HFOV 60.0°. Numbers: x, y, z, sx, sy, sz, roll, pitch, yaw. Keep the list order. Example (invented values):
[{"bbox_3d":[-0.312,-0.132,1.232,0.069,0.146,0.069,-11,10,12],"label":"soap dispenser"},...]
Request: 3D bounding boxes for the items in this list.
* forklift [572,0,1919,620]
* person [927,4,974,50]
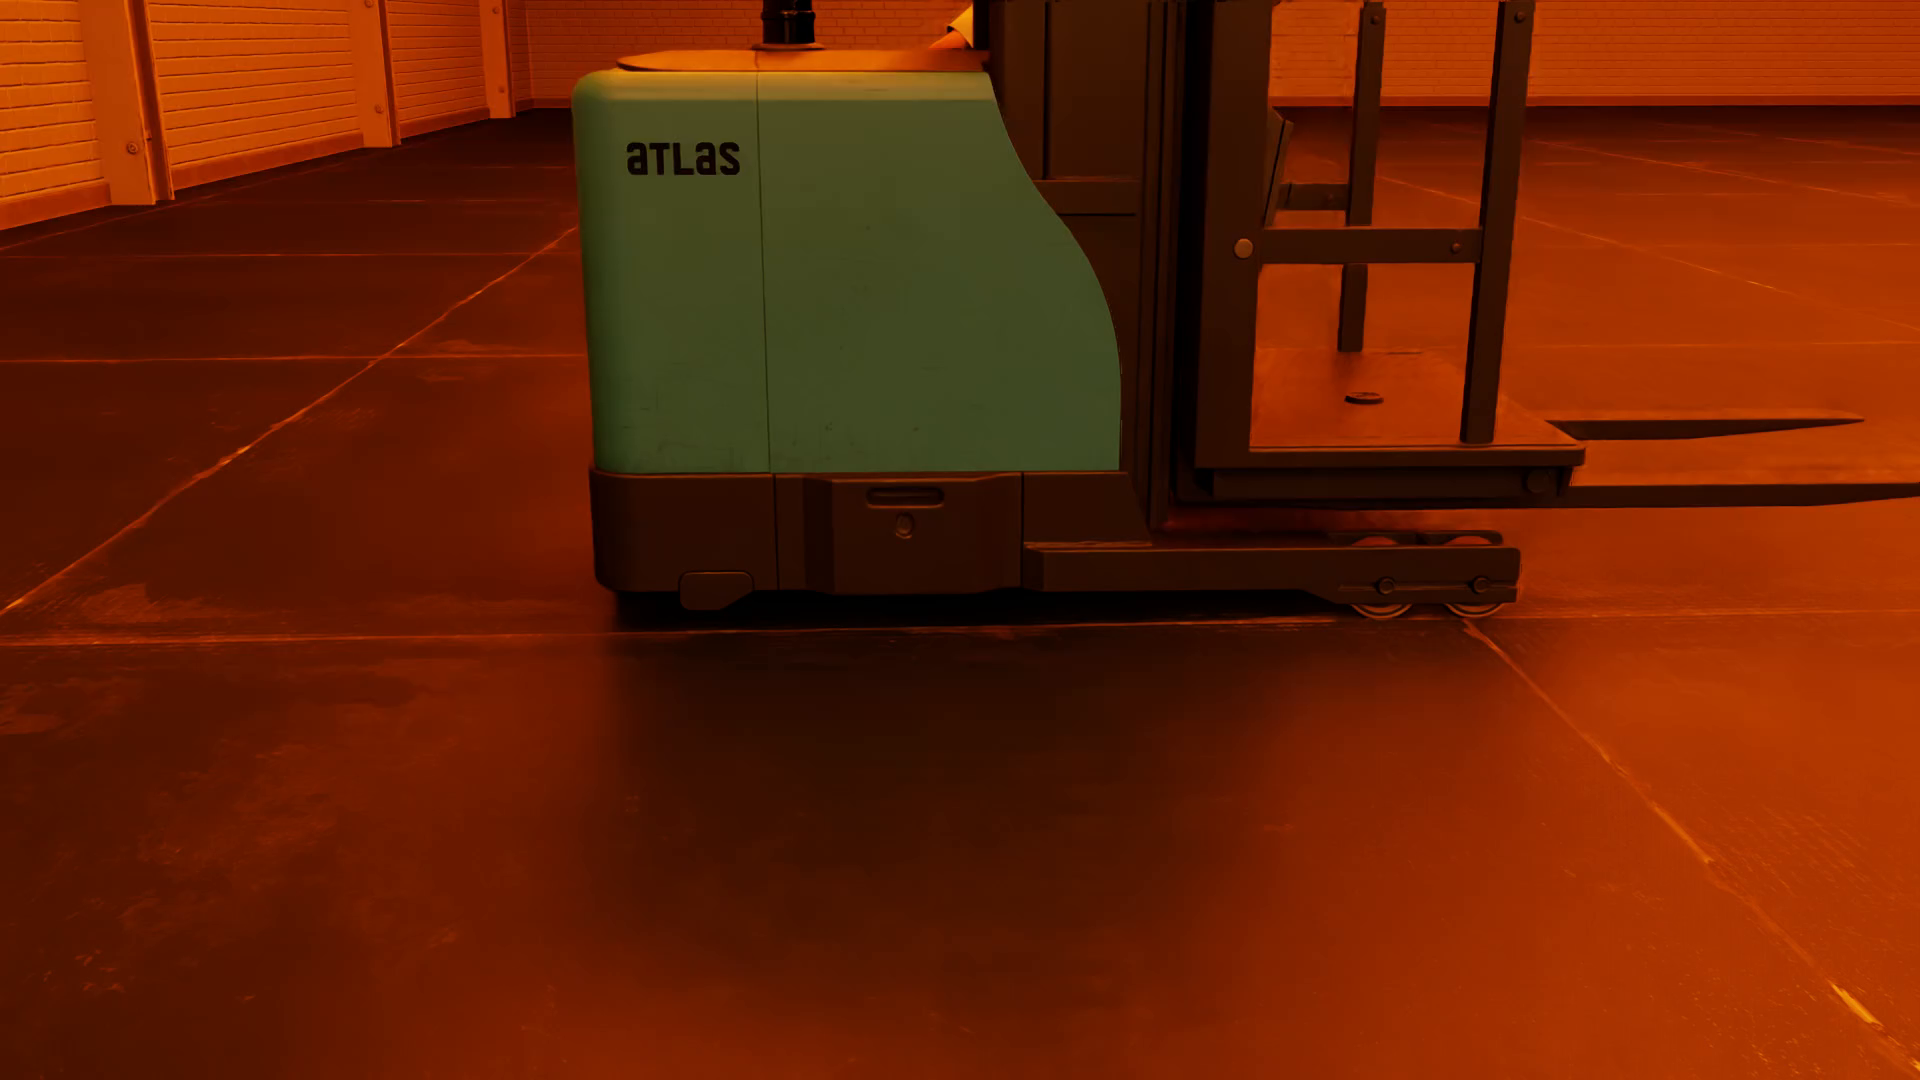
[{"bbox_3d":[0.753,-1.395,3.468,3.031,2.935,1.130,-1,17,-2],"label":"forklift"},{"bbox_3d":[0.220,-1.516,6.379,1.062,1.567,0.508,-7,18,-23],"label":"person"}]
